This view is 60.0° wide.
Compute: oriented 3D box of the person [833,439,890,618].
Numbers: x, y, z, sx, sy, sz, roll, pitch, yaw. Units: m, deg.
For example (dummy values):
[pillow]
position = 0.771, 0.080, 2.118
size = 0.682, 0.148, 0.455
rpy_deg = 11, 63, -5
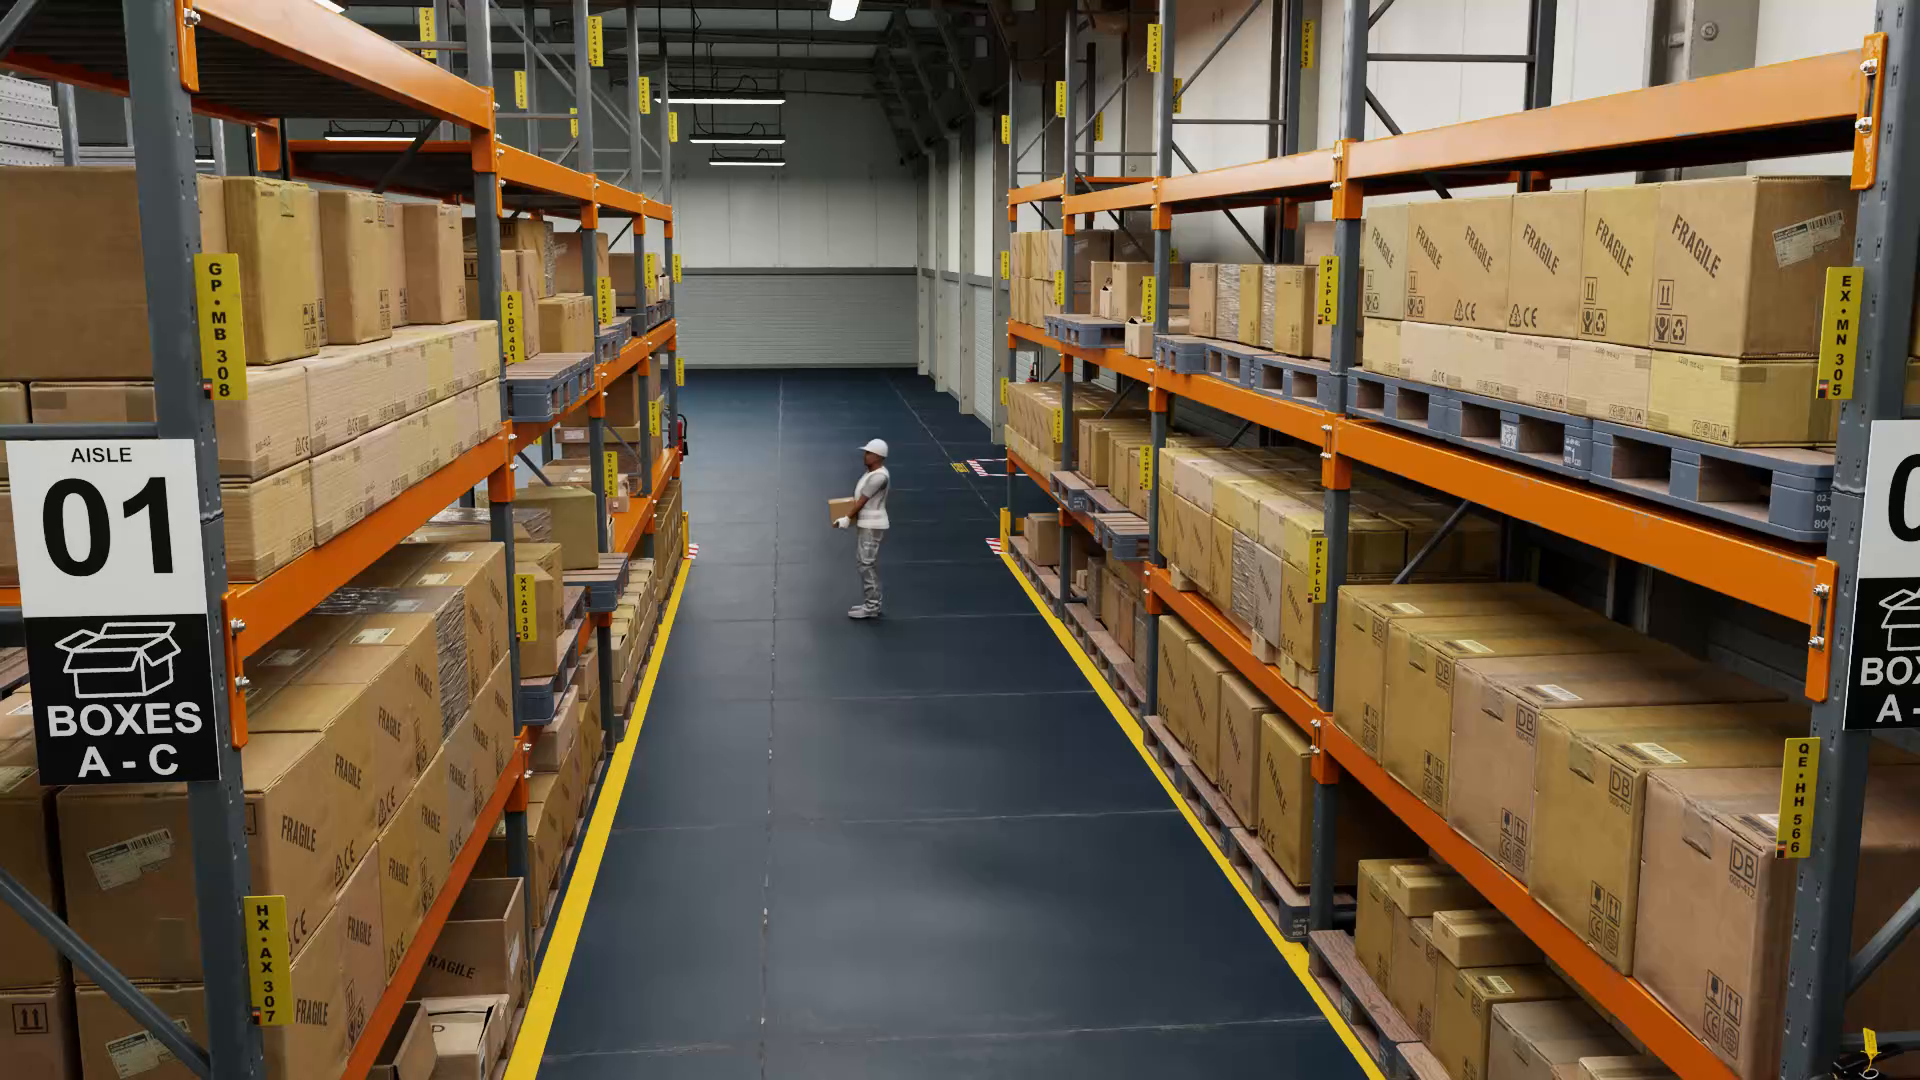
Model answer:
[person]
position = -0.978, -0.116, 16.526
size = 0.575, 1.778, 0.487
rpy_deg = -1, 10, -6
